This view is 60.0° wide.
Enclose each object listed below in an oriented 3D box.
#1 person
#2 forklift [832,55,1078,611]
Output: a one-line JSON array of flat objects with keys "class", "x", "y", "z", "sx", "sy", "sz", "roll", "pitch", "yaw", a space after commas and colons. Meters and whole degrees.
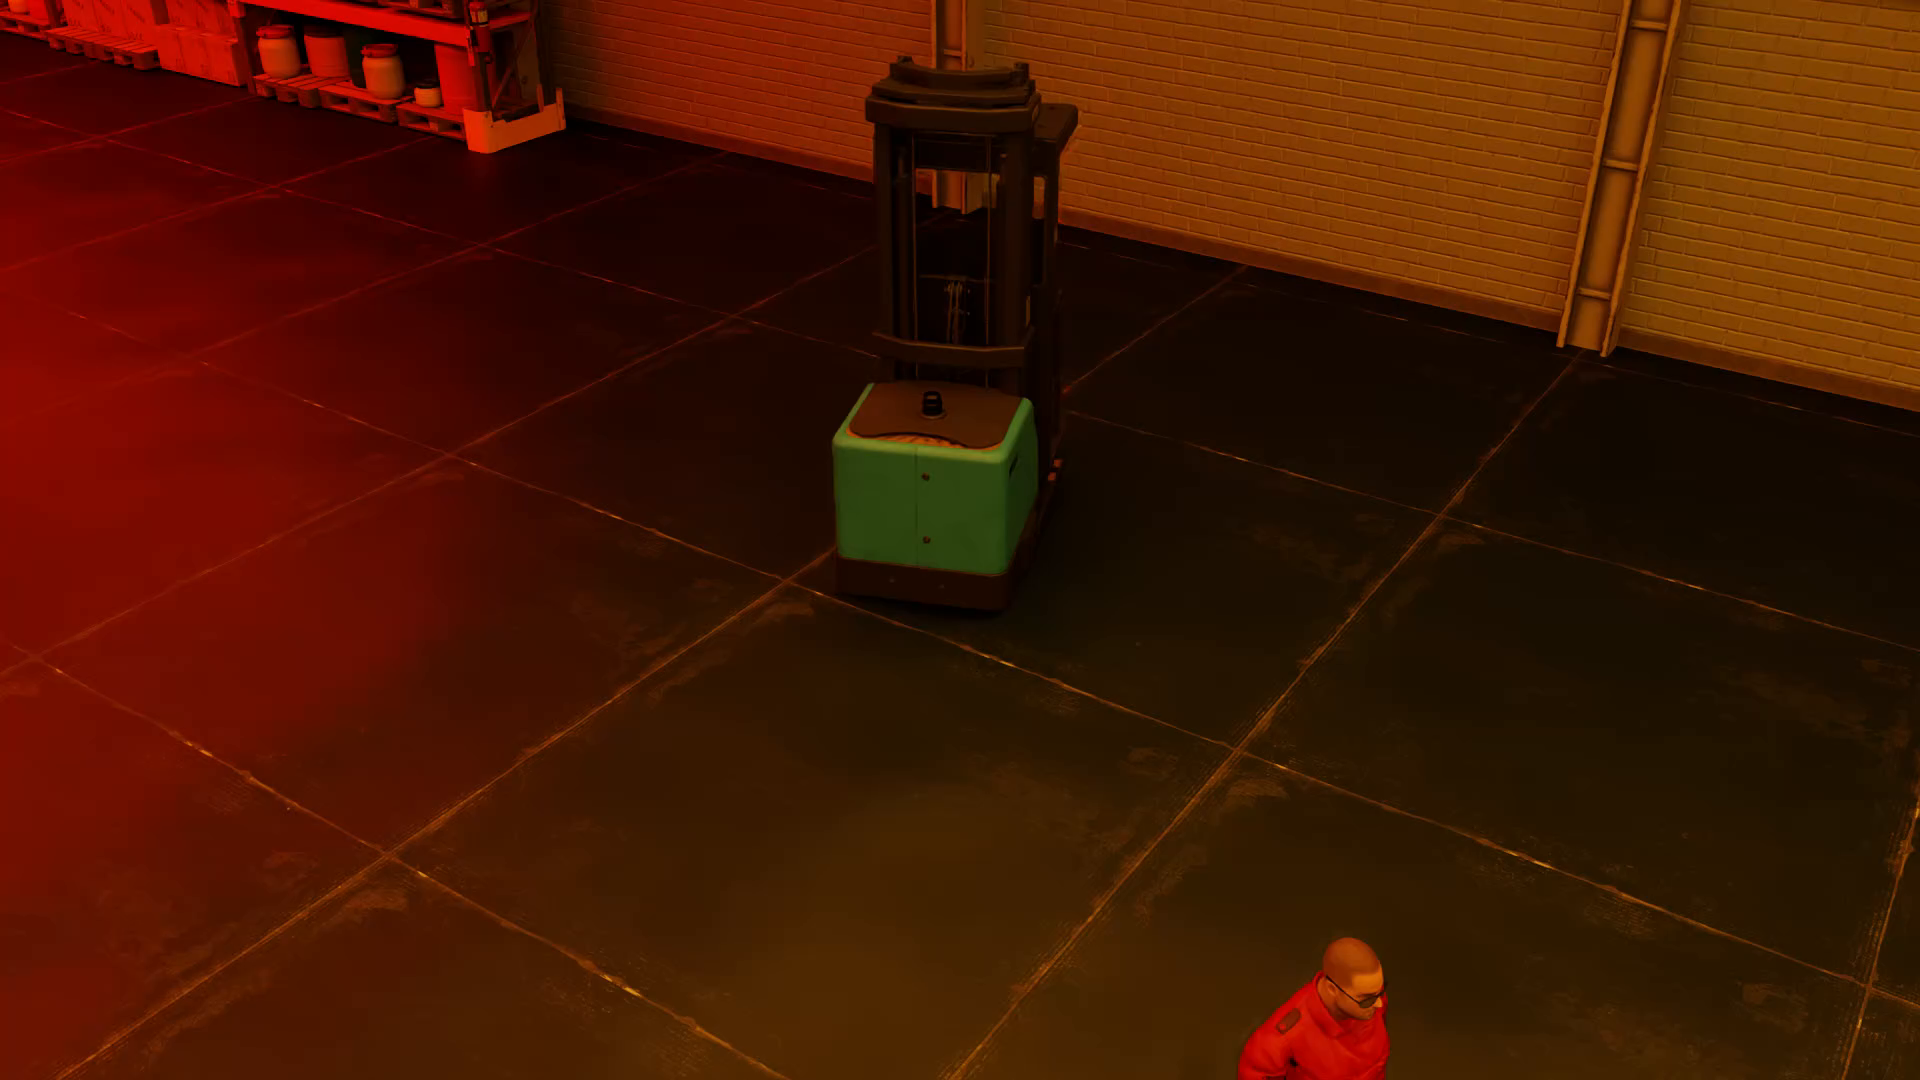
[{"class": "person", "x": 1.194, "y": 2.000, "z": 5.439, "sx": 0.636, "sy": 1.789, "sz": 0.509, "roll": -19, "pitch": 35, "yaw": -30}, {"class": "forklift", "x": 0.089, "y": -1.582, "z": 10.305, "sx": 1.130, "sy": 2.935, "sz": 3.031, "roll": 7, "pitch": 31, "yaw": 11}]
